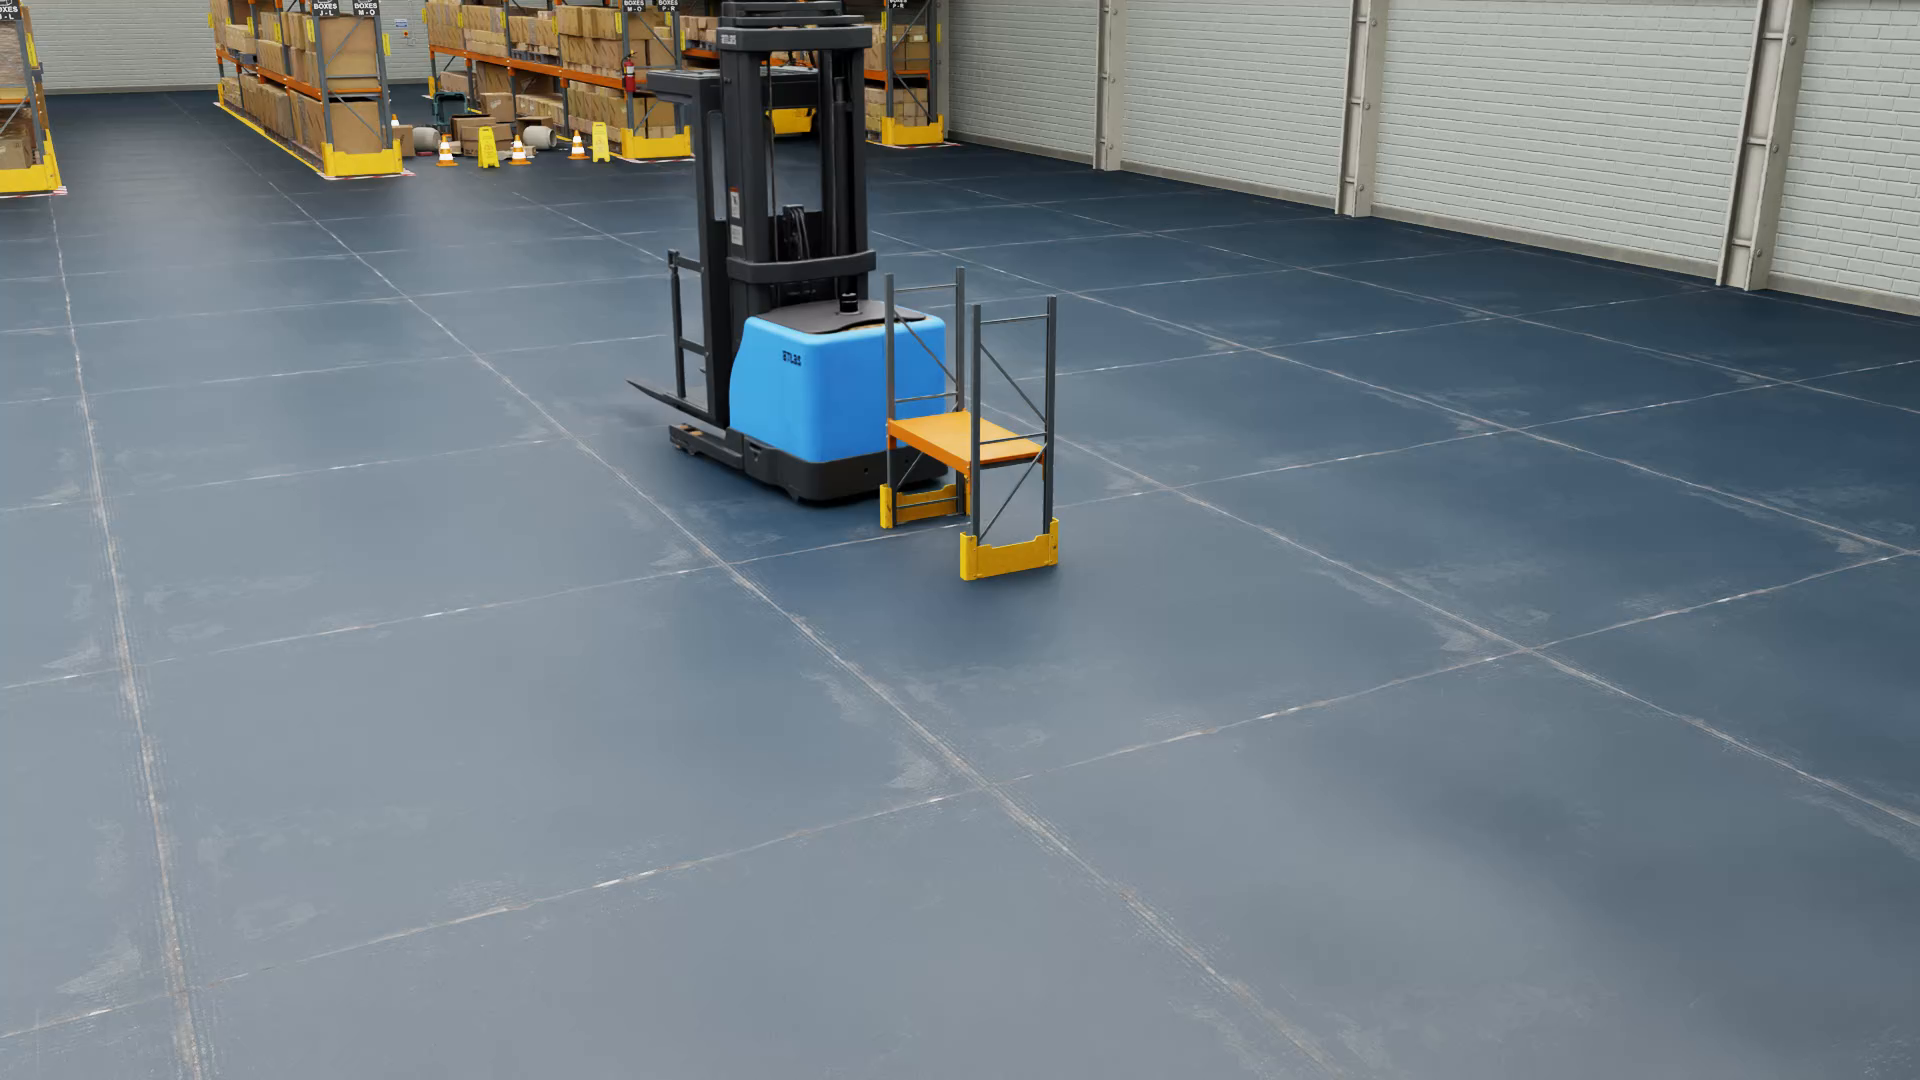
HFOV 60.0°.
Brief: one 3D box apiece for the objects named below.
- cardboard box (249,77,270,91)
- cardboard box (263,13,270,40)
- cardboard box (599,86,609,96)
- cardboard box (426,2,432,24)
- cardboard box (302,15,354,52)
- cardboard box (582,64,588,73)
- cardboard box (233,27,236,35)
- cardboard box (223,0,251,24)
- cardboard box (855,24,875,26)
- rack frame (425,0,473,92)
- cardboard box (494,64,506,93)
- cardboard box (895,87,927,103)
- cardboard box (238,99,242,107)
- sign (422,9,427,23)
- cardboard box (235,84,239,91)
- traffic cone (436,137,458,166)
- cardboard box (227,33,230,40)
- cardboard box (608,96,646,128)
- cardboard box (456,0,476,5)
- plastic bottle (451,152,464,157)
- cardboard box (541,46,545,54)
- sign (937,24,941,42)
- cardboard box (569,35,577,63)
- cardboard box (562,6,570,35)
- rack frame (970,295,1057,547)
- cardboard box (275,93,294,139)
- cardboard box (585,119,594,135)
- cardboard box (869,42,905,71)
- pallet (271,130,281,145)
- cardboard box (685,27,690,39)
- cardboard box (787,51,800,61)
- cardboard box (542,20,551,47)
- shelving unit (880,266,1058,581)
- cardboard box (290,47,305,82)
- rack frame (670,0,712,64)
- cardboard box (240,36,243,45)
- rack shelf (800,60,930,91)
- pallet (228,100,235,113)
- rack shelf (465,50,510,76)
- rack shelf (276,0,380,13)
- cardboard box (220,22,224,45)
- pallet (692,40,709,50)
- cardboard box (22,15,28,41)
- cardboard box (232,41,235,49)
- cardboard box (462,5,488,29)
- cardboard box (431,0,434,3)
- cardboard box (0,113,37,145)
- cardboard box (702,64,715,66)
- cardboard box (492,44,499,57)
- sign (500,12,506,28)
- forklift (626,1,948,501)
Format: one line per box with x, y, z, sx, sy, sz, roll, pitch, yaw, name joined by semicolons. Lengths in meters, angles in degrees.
-14.404;-9.428;34.395;0.500;0.250;0.500;-9;21;-25;cardboard box
-12.926;-9.854;31.904;0.700;0.500;0.500;-10;22;-27;cardboard box
-6.224;-8.026;29.719;0.380;0.149;0.250;-10;21;-26;cardboard box
-12.885;-13.040;41.136;0.500;0.500;0.500;-11;22;-28;cardboard box
-10.057;-8.151;26.768;0.875;0.550;0.550;-10;21;-27;cardboard box
-6.697;-8.630;30.426;0.380;0.149;0.250;-10;21;-26;cardboard box
-14.742;-10.487;34.253;0.380;0.149;0.250;-9;21;-25;cardboard box
-15.732;-11.511;36.251;0.500;0.500;0.500;-11;22;-29;cardboard box
-1.820;-9.721;31.600;0.380;0.149;0.250;-9;21;-25;cardboard box
-12.862;-12.702;41.843;1.000;3.000;0.127;-10;21;-27;rack frame
-9.738;-10.067;36.822;0.875;0.875;0.875;-10;21;-26;cardboard box
-0.959;-8.417;31.465;0.500;0.250;0.500;-10;22;-27;cardboard box
-15.757;-9.669;36.779;0.380;0.149;0.250;-10;21;-26;cardboard box
-13.353;-13.064;41.445;0.100;0.325;0.005;-10;21;-27;sign
-15.950;-10.089;37.087;0.380;0.149;0.250;-10;22;-27;cardboard box
-8.575;-6.486;27.719;0.336;0.463;0.334;-10;21;-27;traffic cone
-15.364;-10.720;35.384;0.380;0.149;0.250;-10;22;-28;cardboard box
-5.874;-7.552;29.339;0.500;0.500;0.500;-10;21;-26;cardboard box
-11.389;-12.419;38.343;0.380;0.149;0.250;-10;22;-28;cardboard box
-8.805;-6.739;29.067;0.283;0.061;0.133;16;25;39;plastic bottle
-8.039;-9.661;32.773;0.380;0.149;0.250;-10;21;-26;cardboard box
-0.406;-9.410;30.854;0.100;0.325;0.005;-10;21;-27;sign
-6.941;-9.135;30.897;0.500;0.500;0.500;-10;21;-27;cardboard box
-6.922;-9.608;30.734;0.700;0.500;0.500;-10;21;-26;cardboard box
0.282;-0.539;8.893;0.500;1.500;0.032;-10;21;-27;rack frame
-11.846;-7.761;30.328;1.050;0.750;0.750;-10;21;-27;cardboard box
-6.603;-7.641;30.749;0.500;0.250;0.500;-10;22;-27;cardboard box
-1.362;-9.027;31.039;0.500;0.500;0.500;-11;22;-28;cardboard box
-12.488;-7.704;31.633;1.003;0.211;1.213;-10;21;-27;pallet
-6.274;-12.000;39.372;0.396;0.266;0.258;-9;21;-24;cardboard box
-3.267;-10.060;34.417;0.500;0.250;0.500;-9;21;-25;cardboard box
-7.821;-9.883;32.420;0.500;0.500;0.500;-10;21;-26;cardboard box
0.036;-0.687;9.323;0.587;1.500;1.083;-10;21;-27;shelving unit
-10.852;-8.101;28.278;0.875;0.550;0.550;-10;21;-27;cardboard box
-6.596;-12.324;40.747;1.000;3.000;0.127;-10;21;-27;rack frame
-14.262;-10.053;33.451;0.380;0.149;0.250;-9;21;-25;cardboard box
-1.847;-9.113;32.545;1.077;0.370;4.000;-10;21;-27;rack shelf
-16.204;-9.978;38.223;1.003;0.211;1.213;-10;21;-27;pallet
-10.013;-10.639;36.969;1.077;0.370;4.000;-10;21;-27;rack shelf
-10.522;-8.965;27.518;1.077;0.370;4.000;-10;21;-27;rack shelf
-16.455;-11.485;37.706;0.500;0.500;0.500;-11;22;-28;cardboard box
-5.624;-11.642;39.066;1.003;0.211;1.213;-10;21;-27;pallet
-14.238;-7.579;24.855;0.500;0.500;0.500;-10;21;-27;cardboard box
-14.997;-10.357;34.789;0.380;0.149;0.250;-11;22;-29;cardboard box
-11.007;-11.903;37.841;0.500;0.500;0.500;-10;21;-26;cardboard box
-12.727;-13.227;40.684;0.380;0.149;0.250;-9;21;-25;cardboard box
-16.368;-7.068;28.673;0.700;0.500;0.500;-10;21;-27;cardboard box
-6.167;-11.586;40.803;0.380;0.149;0.250;-11;22;-29;cardboard box
-9.788;-10.584;35.934;0.500;0.250;0.500;-10;21;-26;cardboard box
-9.550;-10.866;34.747;0.100;0.325;0.005;-10;21;-27;sign
-1.343;-2.043;11.059;1.130;2.935;3.031;-13;23;-34;forklift
